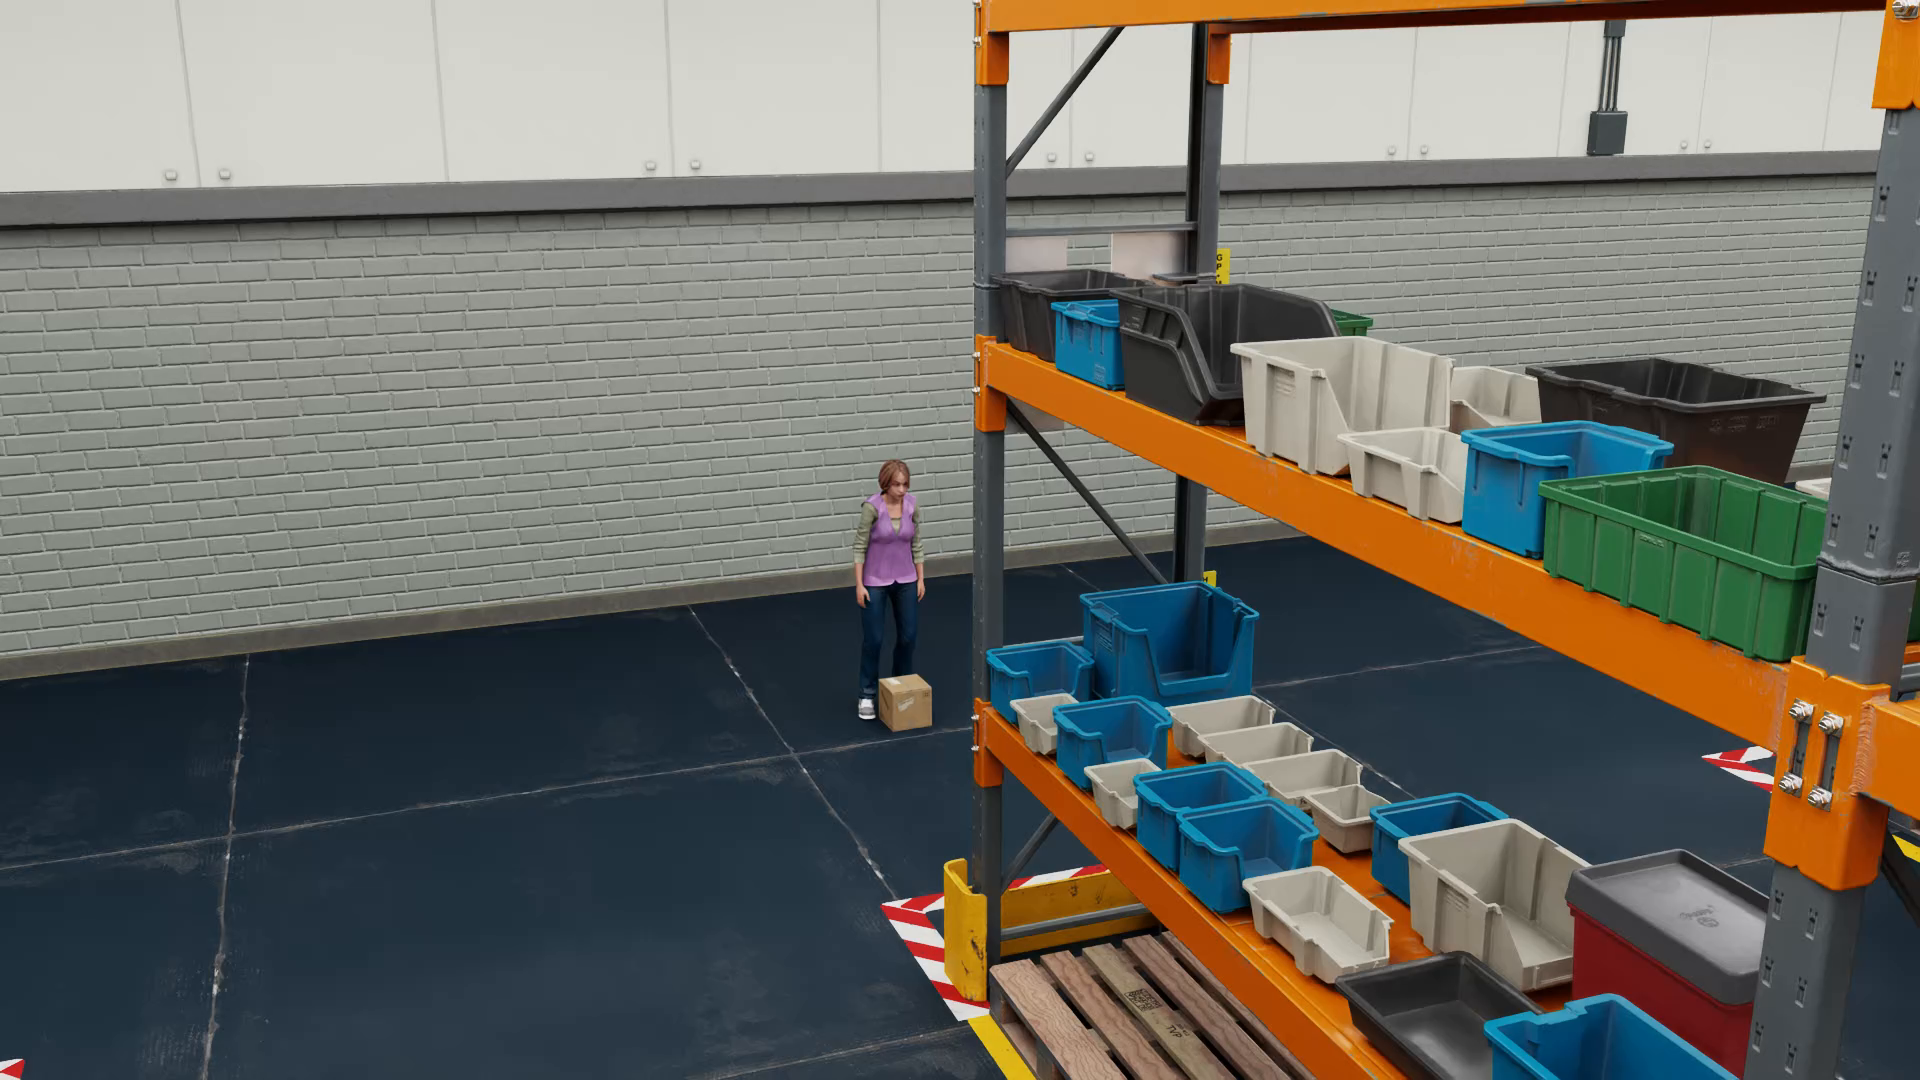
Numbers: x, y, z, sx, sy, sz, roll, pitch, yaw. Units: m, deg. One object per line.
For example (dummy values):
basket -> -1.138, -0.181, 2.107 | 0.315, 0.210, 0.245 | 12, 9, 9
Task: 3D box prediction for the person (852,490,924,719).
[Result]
person -> -4.465, 0.354, 6.876 | 10.346, 3.194, 2.805 | -7, 17, -23
